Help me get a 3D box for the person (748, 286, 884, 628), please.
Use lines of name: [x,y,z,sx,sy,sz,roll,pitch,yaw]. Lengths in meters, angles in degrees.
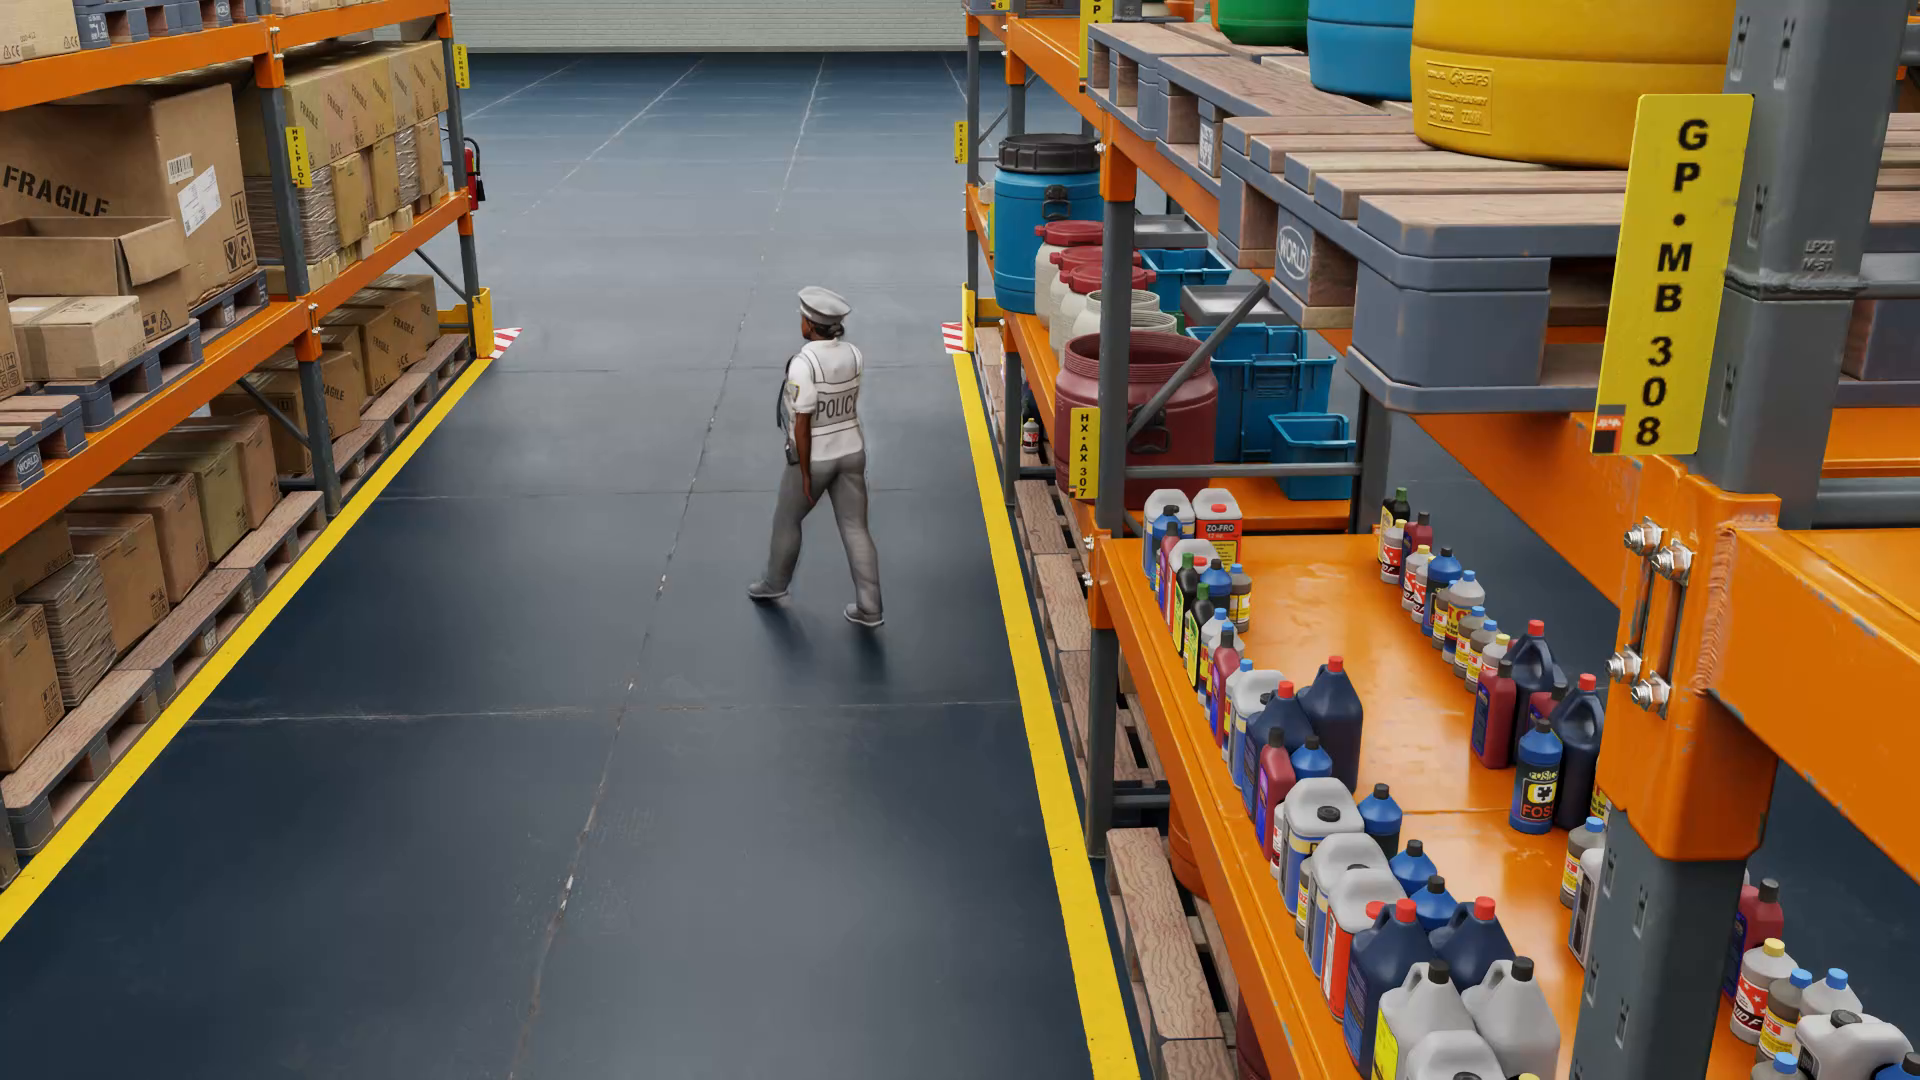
person: [-0.703,-0.423,8.145,0.460,1.664,0.902,-17,26,-37]
